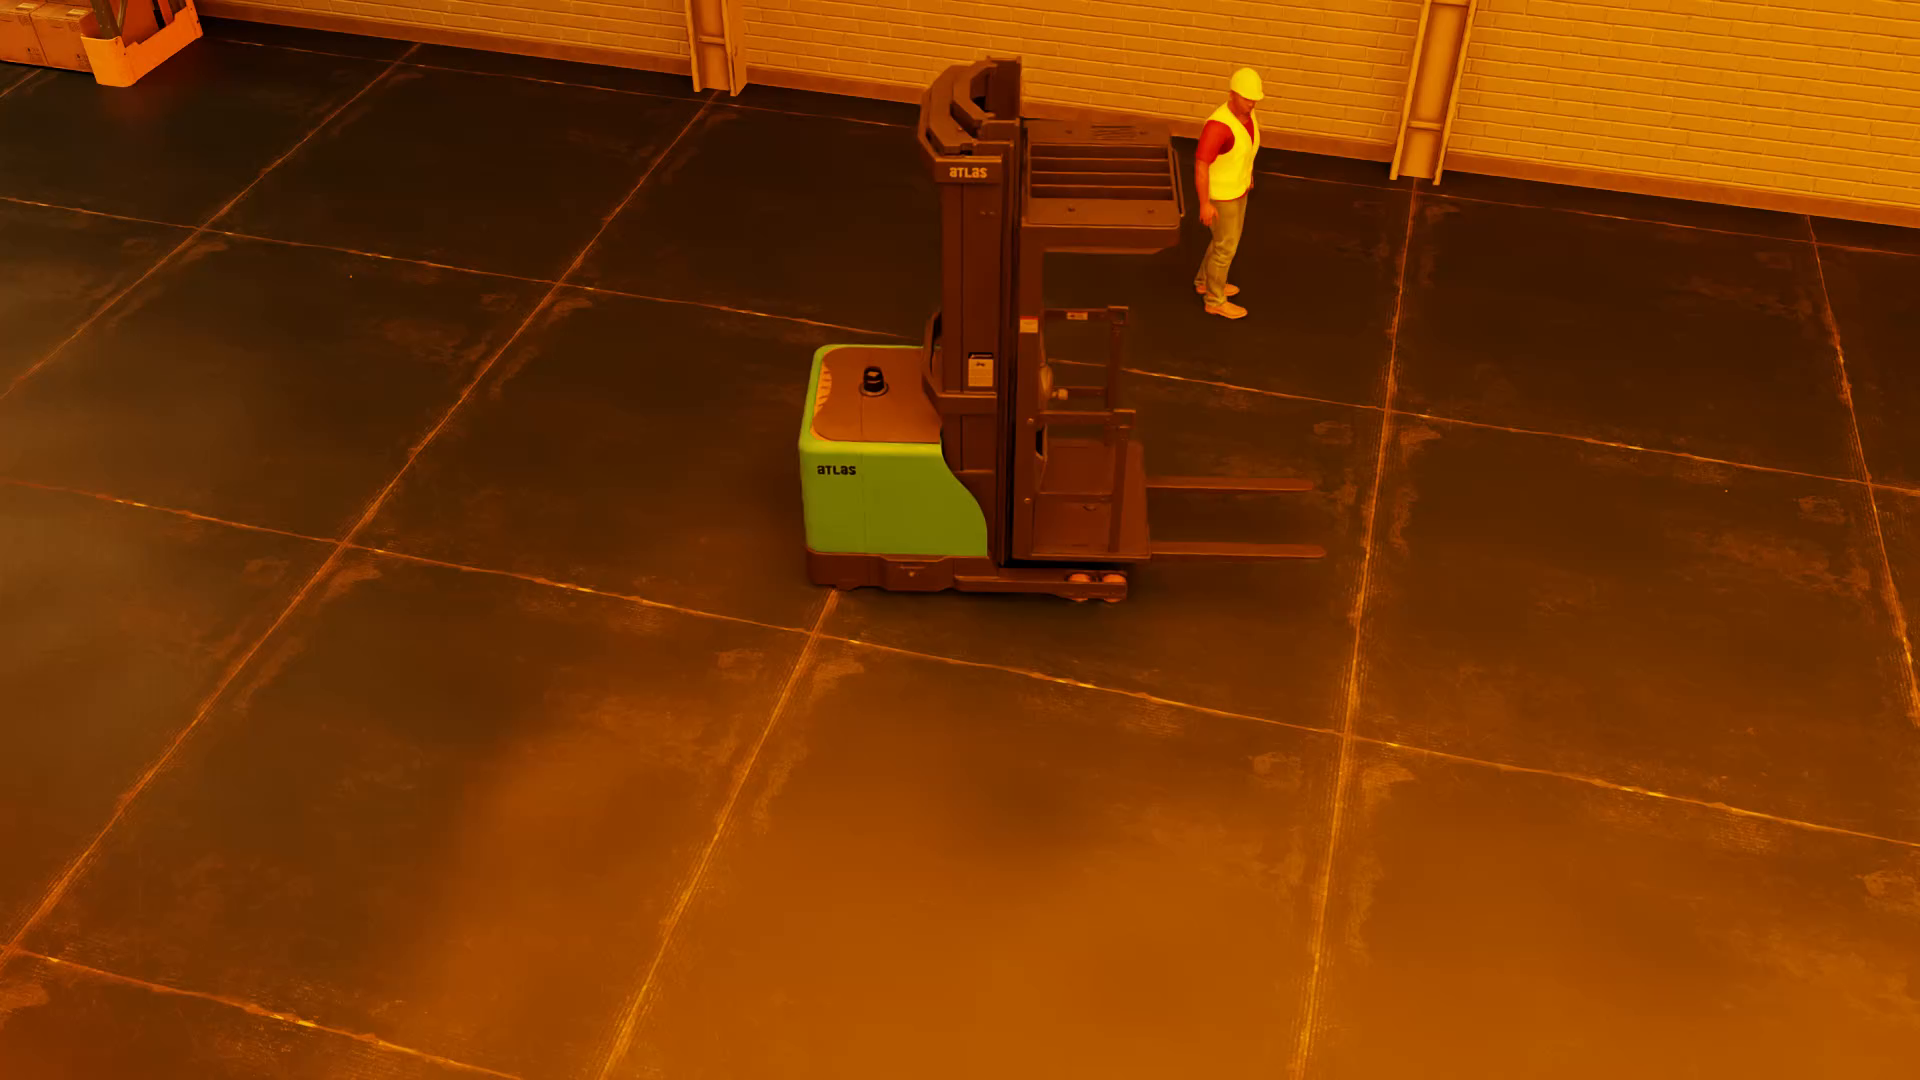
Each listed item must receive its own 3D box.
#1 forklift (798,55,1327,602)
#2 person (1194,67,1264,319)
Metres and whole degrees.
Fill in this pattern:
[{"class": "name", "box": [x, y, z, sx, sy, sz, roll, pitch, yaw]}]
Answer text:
[{"class": "forklift", "box": [0.626, -1.100, 9.116, 3.031, 2.935, 1.130, 1, 41, 2]}, {"class": "person", "box": [1.895, -2.396, 11.489, 0.473, 1.756, 0.753, 17, 44, 19]}]
